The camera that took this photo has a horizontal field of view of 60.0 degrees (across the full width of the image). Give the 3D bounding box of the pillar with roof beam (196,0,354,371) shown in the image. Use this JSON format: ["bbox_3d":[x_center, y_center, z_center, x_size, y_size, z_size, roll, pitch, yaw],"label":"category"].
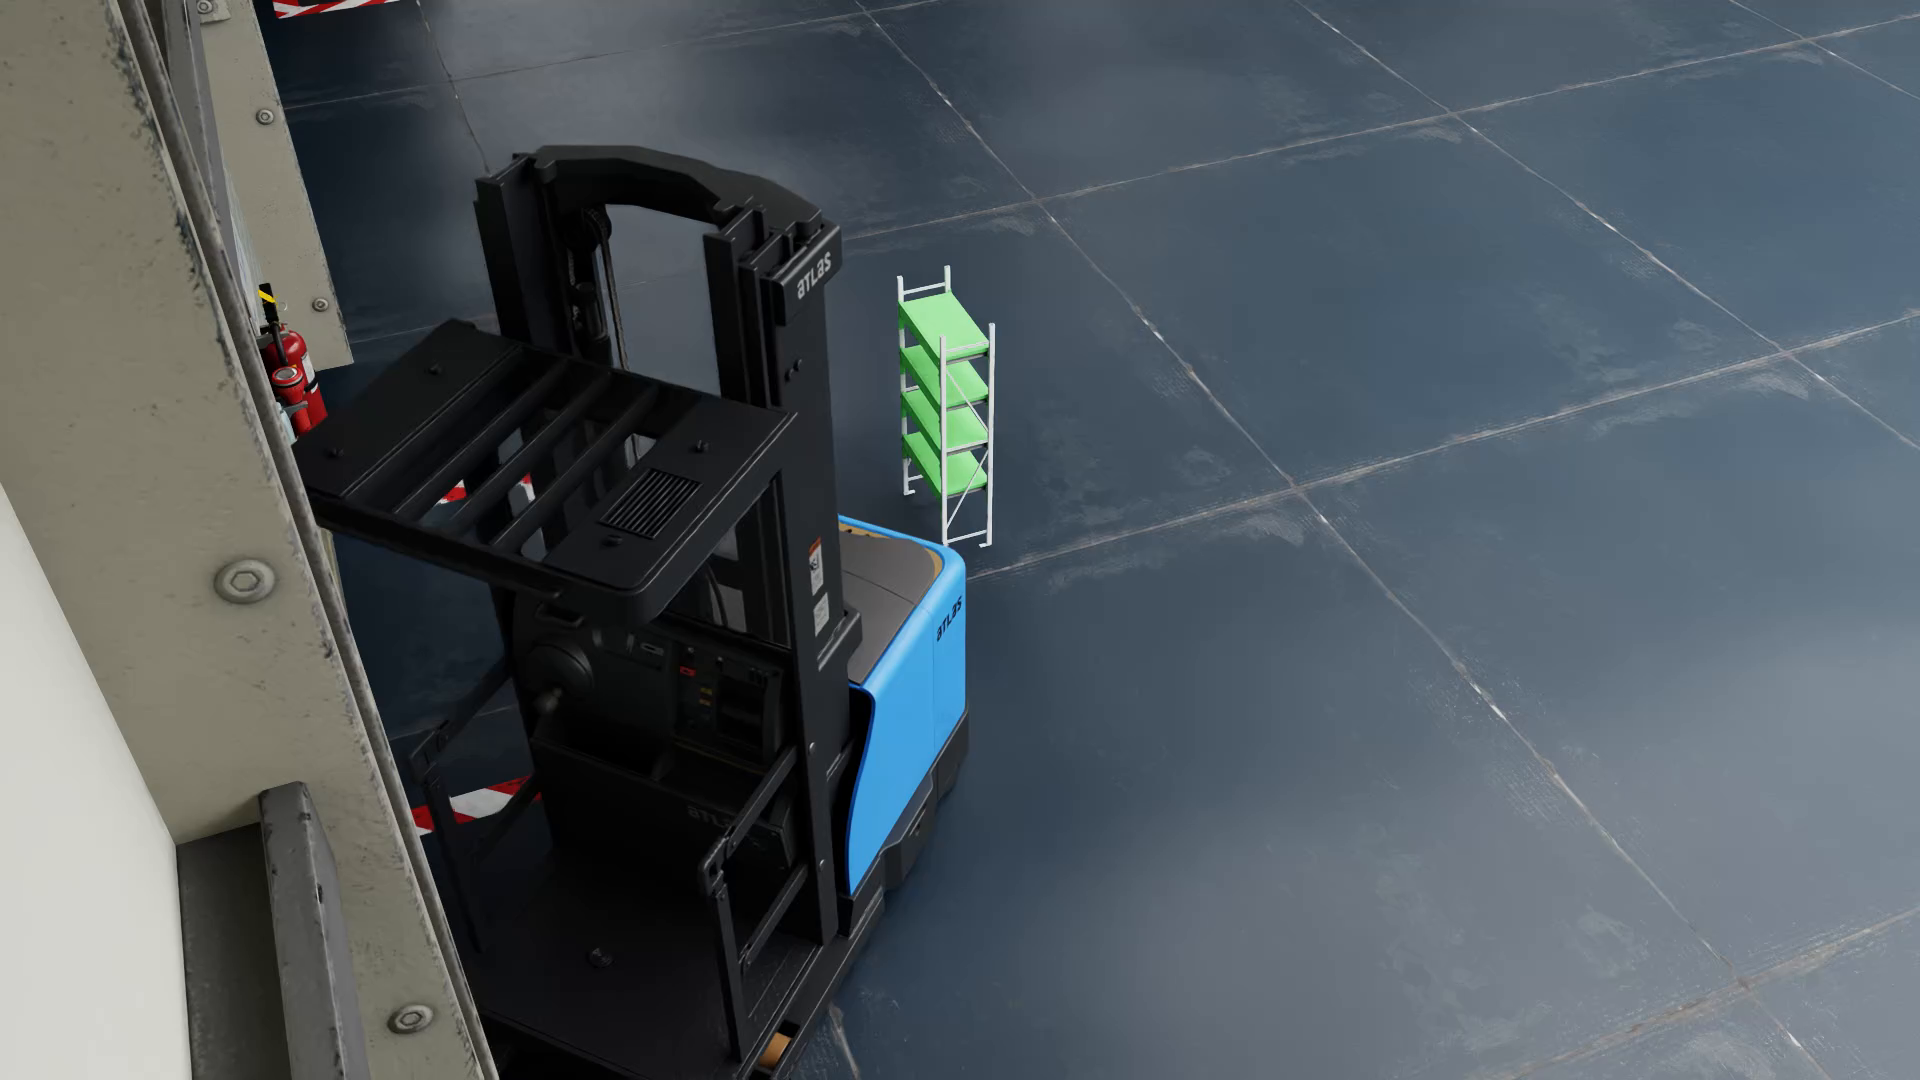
[{"bbox_3d":[0.569,-5.498,7.160,9.100,9.000,0.400,-15,43,-17],"label":"pillar with roof beam"}]

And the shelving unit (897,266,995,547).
[{"bbox_3d":[-0.063,-0.555,7.393,0.258,1.200,0.503,-15,43,-17],"label":"shelving unit"}]

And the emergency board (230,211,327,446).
[{"bbox_3d":[-2.498,-0.651,6.125,0.194,1.169,0.643,-15,43,-17],"label":"emergency board"}]

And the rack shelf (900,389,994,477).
[{"bbox_3d":[-0.063,-0.506,7.435,0.258,0.148,0.480,-15,43,-17],"label":"rack shelf"}]

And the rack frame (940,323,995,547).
[{"bbox_3d":[0.030,-0.408,7.222,0.240,1.200,0.015,-15,43,-17],"label":"rack frame"}]

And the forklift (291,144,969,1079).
[{"bbox_3d":[-1.030,0.490,4.850,1.130,2.935,3.031,16,43,18],"label":"forklift"}]

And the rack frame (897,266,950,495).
[{"bbox_3d":[-0.157,-0.702,7.564,0.240,1.200,0.015,-15,43,-17],"label":"rack frame"}]

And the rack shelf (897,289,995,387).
[{"bbox_3d":[-0.063,-0.870,7.122,0.258,0.148,0.480,-15,43,-17],"label":"rack shelf"}]

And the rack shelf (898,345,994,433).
[{"bbox_3d":[-0.063,-0.688,7.279,0.258,0.148,0.480,-15,43,-17],"label":"rack shelf"}]

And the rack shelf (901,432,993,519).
[{"bbox_3d":[-0.063,-0.324,7.592,0.258,0.148,0.480,-15,43,-17],"label":"rack shelf"}]
